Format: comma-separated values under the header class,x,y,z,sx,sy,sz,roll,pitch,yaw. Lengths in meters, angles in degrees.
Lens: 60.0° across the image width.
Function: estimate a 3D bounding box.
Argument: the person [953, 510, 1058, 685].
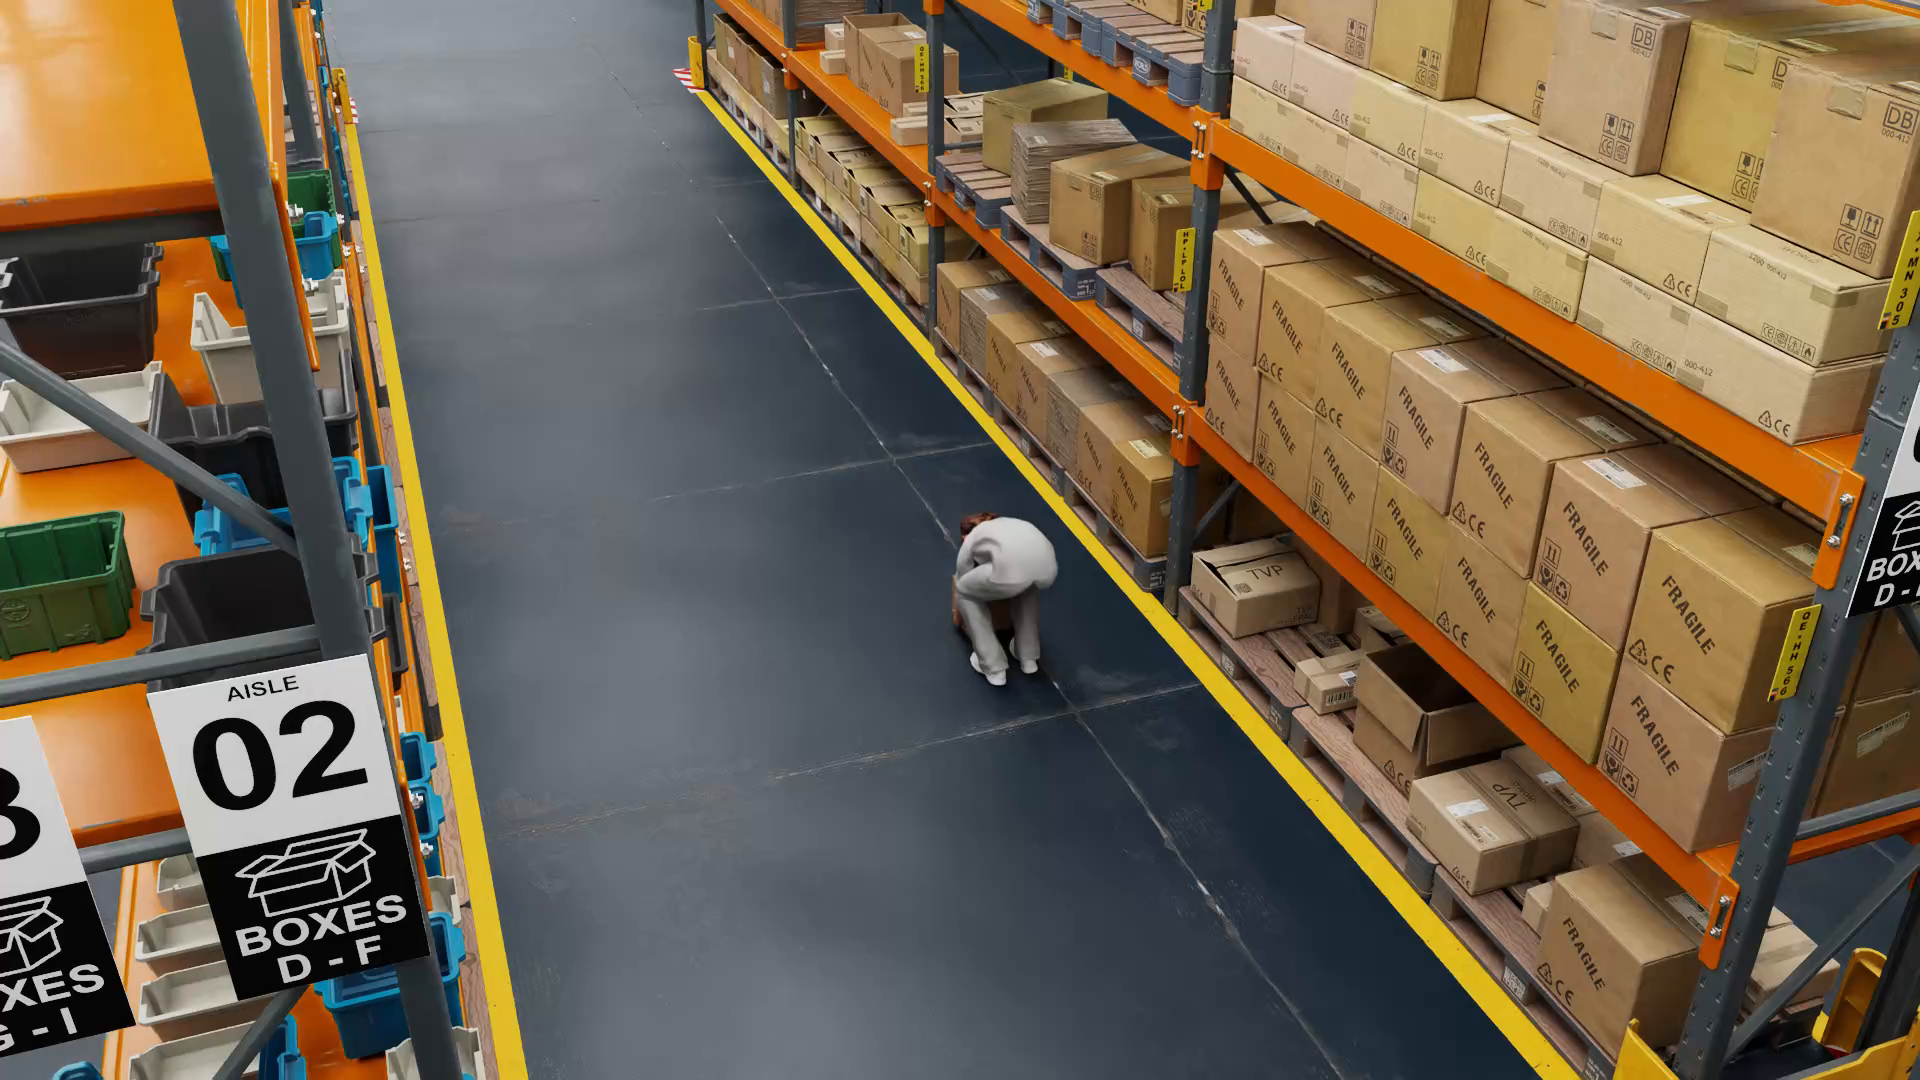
class,x,y,z,sx,sy,sz,roll,pitch,yaw
person,0.198,0.306,8.772,0.467,0.710,0.849,-12,32,-20
